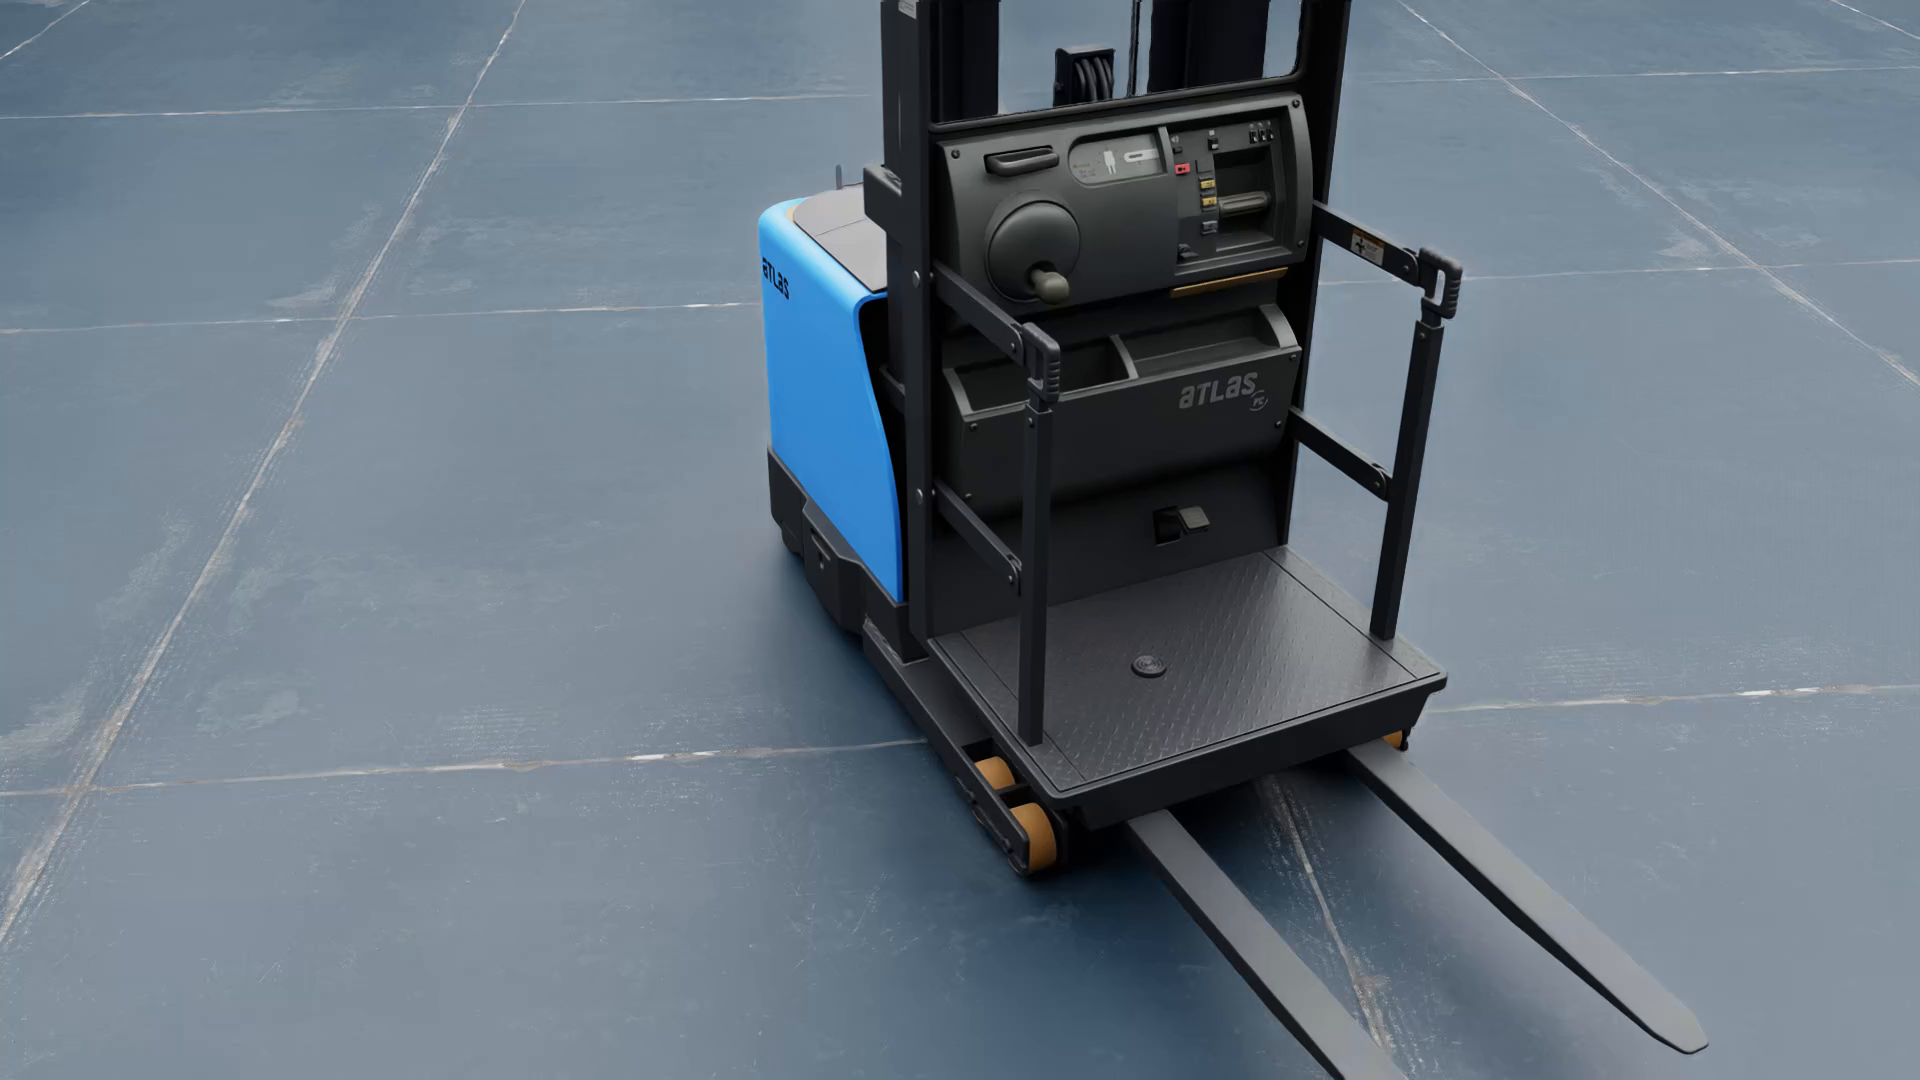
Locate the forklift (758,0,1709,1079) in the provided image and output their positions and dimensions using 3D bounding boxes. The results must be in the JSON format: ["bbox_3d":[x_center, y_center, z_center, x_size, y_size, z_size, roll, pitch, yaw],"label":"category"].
[{"bbox_3d":[0.492,-0.727,3.609,1.130,2.935,3.031,-14,33,-22],"label":"forklift"}]

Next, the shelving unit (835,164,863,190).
[{"bbox_3d":[-0.242,-0.674,5.355,0.215,1.050,0.252,-14,33,-22],"label":"shelving unit"}]

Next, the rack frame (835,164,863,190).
[{"bbox_3d":[-0.294,-0.731,5.450,0.200,1.050,0.008,-14,33,-22],"label":"rack frame"}]
